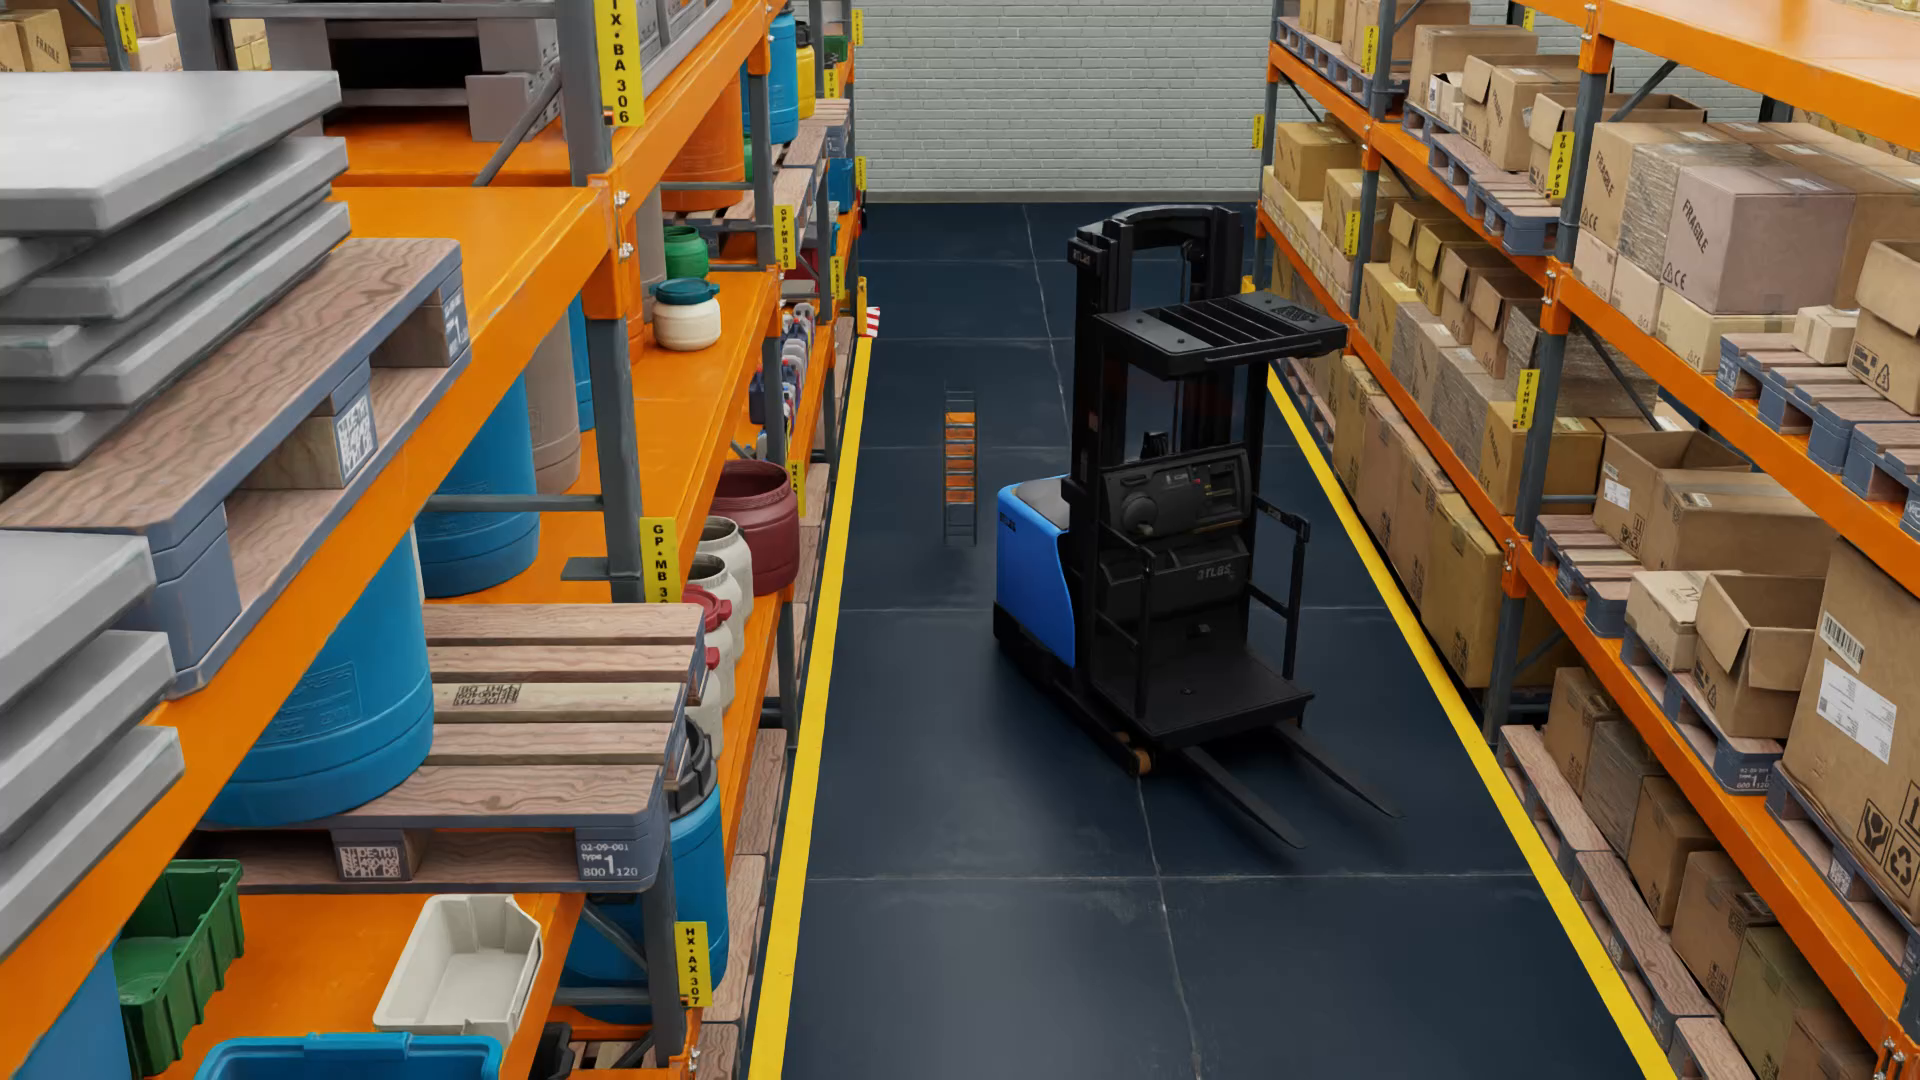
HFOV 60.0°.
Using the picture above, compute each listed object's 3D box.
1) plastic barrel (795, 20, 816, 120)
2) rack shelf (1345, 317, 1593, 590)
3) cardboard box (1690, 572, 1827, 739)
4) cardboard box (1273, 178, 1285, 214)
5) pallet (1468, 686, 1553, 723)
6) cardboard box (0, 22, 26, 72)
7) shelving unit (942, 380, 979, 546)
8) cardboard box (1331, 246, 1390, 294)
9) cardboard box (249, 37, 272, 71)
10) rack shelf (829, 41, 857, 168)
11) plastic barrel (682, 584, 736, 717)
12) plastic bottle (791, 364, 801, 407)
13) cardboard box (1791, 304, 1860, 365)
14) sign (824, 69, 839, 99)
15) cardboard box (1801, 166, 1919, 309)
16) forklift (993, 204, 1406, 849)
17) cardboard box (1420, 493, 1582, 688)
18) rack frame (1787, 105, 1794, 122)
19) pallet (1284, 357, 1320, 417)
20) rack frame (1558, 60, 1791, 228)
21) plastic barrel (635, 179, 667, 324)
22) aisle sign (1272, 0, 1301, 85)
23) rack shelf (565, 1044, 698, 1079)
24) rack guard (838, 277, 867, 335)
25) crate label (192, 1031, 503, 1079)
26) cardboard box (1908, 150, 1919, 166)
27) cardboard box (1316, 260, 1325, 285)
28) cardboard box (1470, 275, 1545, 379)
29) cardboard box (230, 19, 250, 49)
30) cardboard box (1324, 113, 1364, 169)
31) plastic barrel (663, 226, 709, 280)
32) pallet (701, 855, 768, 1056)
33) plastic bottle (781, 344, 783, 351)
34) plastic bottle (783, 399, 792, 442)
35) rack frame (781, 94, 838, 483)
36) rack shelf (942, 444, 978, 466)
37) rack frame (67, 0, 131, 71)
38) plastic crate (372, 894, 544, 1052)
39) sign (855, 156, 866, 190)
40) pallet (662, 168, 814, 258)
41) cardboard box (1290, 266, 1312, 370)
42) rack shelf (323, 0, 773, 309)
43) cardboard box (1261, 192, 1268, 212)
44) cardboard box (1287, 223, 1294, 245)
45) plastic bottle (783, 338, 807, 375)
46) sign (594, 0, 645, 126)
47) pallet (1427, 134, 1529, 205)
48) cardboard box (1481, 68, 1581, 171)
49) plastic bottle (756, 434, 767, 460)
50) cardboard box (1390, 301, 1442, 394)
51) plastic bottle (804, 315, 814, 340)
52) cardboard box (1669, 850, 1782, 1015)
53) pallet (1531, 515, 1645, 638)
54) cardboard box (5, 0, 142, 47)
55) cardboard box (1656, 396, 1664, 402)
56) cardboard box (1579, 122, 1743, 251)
[{"bbox_3d":[-1.259,-3.110,10.991,0.600,0.588,0.600,0,24,0],"label":"plastic barrel"},{"bbox_3d":[3.502,-0.711,10.939,1.077,0.370,4.000,0,24,-1],"label":"rack shelf"},{"bbox_3d":[3.456,0.481,6.795,0.797,0.503,0.637,2,24,5],"label":"cardboard box"},{"bbox_3d":[3.184,-3.166,15.314,0.500,0.250,0.500,-1,24,-1],"label":"cardboard box"},{"bbox_3d":[3.591,0.730,10.262,1.003,0.211,1.213,0,24,-1],"label":"pallet"},{"bbox_3d":[-6.464,-2.986,10.704,0.600,0.600,0.600,-1,24,-1],"label":"cardboard box"},{"bbox_3d":[0.000,-0.541,11.873,0.258,1.200,0.189,0,24,-1],"label":"shelving unit"},{"bbox_3d":[3.213,-2.111,12.982,0.500,0.250,0.500,-1,24,-2],"label":"cardboard box"},{"bbox_3d":[-6.187,-4.144,14.199,0.500,0.250,0.500,0,24,-1],"label":"cardboard box"},{"bbox_3d":[-1.494,-3.704,13.916,1.077,0.370,4.000,0,24,-1],"label":"rack shelf"},{"bbox_3d":[-1.189,0.518,7.184,0.433,0.535,0.433,0,24,0],"label":"plastic barrel"},{"bbox_3d":[-1.083,-1.022,10.895,0.061,0.283,0.133,0,24,-1],"label":"plastic bottle"},{"bbox_3d":[3.447,-0.791,6.375,0.380,0.166,0.250,-1,24,-2],"label":"cardboard box"},{"bbox_3d":[-0.922,-3.213,11.948,0.100,0.325,0.005,0,24,-1],"label":"sign"},{"bbox_3d":[3.786,-1.244,6.876,0.500,0.500,0.500,0,24,0],"label":"cardboard box"},{"bbox_3d":[1.313,-0.227,9.079,1.130,2.935,3.031,-11,27,-24],"label":"forklift"},{"bbox_3d":[3.537,0.277,9.949,1.225,0.875,0.875,-1,24,-3],"label":"cardboard box"},{"bbox_3d":[8.397,-3.492,16.215,1.000,3.000,0.127,0,24,-1],"label":"rack frame"},{"bbox_3d":[3.534,-1.410,14.996,1.003,0.211,1.213,0,24,-1],"label":"pallet"},{"bbox_3d":[3.524,-2.948,7.732,1.000,3.000,0.127,0,24,-1],"label":"rack frame"},{"bbox_3d":[-1.637,-1.448,7.448,0.600,0.901,0.600,0,24,0],"label":"plastic barrel"},{"bbox_3d":[3.136,-4.724,15.784,0.394,0.787,0.004,0,24,-1],"label":"aisle sign"},{"bbox_3d":[-1.363,2.607,3.601,1.077,0.370,4.000,0,24,-1],"label":"rack shelf"},{"bbox_3d":[-1.529,-2.360,16.745,1.175,0.500,0.348,0,24,-1],"label":"rack guard"},{"bbox_3d":[-1.032,1.032,2.752,0.502,0.251,0.408,0,24,-1],"label":"crate label"},{"bbox_3d":[8.163,-3.097,13.645,0.500,0.500,0.500,0,24,1],"label":"cardboard box"},{"bbox_3d":[3.141,-2.191,13.642,0.380,0.149,0.250,0,24,0],"label":"cardboard box"},{"bbox_3d":[3.528,-1.288,10.001,0.797,0.503,0.637,0,24,1],"label":"cardboard box"},{"bbox_3d":[-6.189,-4.166,13.640,0.500,0.250,0.500,0,24,-1],"label":"cardboard box"},{"bbox_3d":[3.705,-3.721,15.631,0.500,0.500,0.500,0,24,0],"label":"cardboard box"},{"bbox_3d":[-1.375,-1.387,8.109,0.294,0.245,0.294,0,24,0],"label":"plastic barrel"},{"bbox_3d":[-1.449,1.899,7.679,1.003,0.211,1.213,0,24,-1],"label":"pallet"},{"bbox_3d":[-1.260,-1.255,11.424,0.097,0.271,0.097,0,24,0],"label":"plastic bottle"},{"bbox_3d":[-1.094,-0.743,10.291,0.097,0.271,0.097,0,24,0],"label":"plastic bottle"},{"bbox_3d":[-1.472,-1.841,12.564,1.000,3.000,0.127,0,24,-1],"label":"rack frame"},{"bbox_3d":[0.000,-0.610,11.842,0.258,0.103,0.180,0,24,-1],"label":"rack shelf"},{"bbox_3d":[-6.426,-4.554,11.282,1.000,3.000,0.127,0,24,-1],"label":"rack frame"},{"bbox_3d":[-0.963,0.869,3.253,0.243,0.136,0.396,0,24,-1],"label":"plastic crate"},{"bbox_3d":[-0.966,-3.573,16.195,0.100,0.325,0.005,0,24,-1],"label":"sign"},{"bbox_3d":[-1.339,-1.789,9.038,1.003,0.211,1.213,0,24,-1],"label":"pallet"},{"bbox_3d":[3.534,-2.096,15.197,0.875,0.875,0.875,0,24,-1],"label":"cardboard box"},{"bbox_3d":[-1.407,-1.592,6.092,1.077,0.370,4.000,0,24,-1],"label":"rack shelf"},{"bbox_3d":[3.111,-3.249,15.982,0.380,0.149,0.250,0,24,0],"label":"cardboard box"},{"bbox_3d":[3.127,-2.719,14.811,0.380,0.149,0.250,-1,24,-1],"label":"cardboard box"},{"bbox_3d":[-1.135,-1.265,11.441,0.152,0.276,0.135,0,24,-1],"label":"plastic bottle"},{"bbox_3d":[-0.835,-1.181,4.077,0.100,0.325,0.005,0,24,-1],"label":"sign"},{"bbox_3d":[3.449,-2.222,9.994,1.003,0.211,1.213,1,24,2],"label":"pallet"},{"bbox_3d":[3.348,-2.425,9.584,0.500,0.500,0.500,1,24,2],"label":"cardboard box"},{"bbox_3d":[-1.115,-0.507,9.764,0.152,0.276,0.135,0,24,-1],"label":"plastic bottle"},{"bbox_3d":[3.247,-1.305,11.257,0.500,0.500,0.500,-1,24,-2],"label":"cardboard box"},{"bbox_3d":[-1.116,-1.542,12.144,0.097,0.201,0.097,0,24,0],"label":"plastic bottle"},{"bbox_3d":[3.589,1.691,7.253,0.700,0.500,0.500,-2,24,-5],"label":"cardboard box"},{"bbox_3d":[3.638,0.166,8.360,1.213,0.211,1.003,0,24,-1],"label":"pallet"},{"bbox_3d":[-6.469,-3.888,12.116,0.700,0.500,0.500,0,24,-1],"label":"cardboard box"},{"bbox_3d":[3.783,-0.675,9.864,0.500,0.500,0.500,-1,24,-2],"label":"cardboard box"},{"bbox_3d":[3.272,-1.660,7.796,0.500,0.500,0.500,0,24,0],"label":"cardboard box"}]
